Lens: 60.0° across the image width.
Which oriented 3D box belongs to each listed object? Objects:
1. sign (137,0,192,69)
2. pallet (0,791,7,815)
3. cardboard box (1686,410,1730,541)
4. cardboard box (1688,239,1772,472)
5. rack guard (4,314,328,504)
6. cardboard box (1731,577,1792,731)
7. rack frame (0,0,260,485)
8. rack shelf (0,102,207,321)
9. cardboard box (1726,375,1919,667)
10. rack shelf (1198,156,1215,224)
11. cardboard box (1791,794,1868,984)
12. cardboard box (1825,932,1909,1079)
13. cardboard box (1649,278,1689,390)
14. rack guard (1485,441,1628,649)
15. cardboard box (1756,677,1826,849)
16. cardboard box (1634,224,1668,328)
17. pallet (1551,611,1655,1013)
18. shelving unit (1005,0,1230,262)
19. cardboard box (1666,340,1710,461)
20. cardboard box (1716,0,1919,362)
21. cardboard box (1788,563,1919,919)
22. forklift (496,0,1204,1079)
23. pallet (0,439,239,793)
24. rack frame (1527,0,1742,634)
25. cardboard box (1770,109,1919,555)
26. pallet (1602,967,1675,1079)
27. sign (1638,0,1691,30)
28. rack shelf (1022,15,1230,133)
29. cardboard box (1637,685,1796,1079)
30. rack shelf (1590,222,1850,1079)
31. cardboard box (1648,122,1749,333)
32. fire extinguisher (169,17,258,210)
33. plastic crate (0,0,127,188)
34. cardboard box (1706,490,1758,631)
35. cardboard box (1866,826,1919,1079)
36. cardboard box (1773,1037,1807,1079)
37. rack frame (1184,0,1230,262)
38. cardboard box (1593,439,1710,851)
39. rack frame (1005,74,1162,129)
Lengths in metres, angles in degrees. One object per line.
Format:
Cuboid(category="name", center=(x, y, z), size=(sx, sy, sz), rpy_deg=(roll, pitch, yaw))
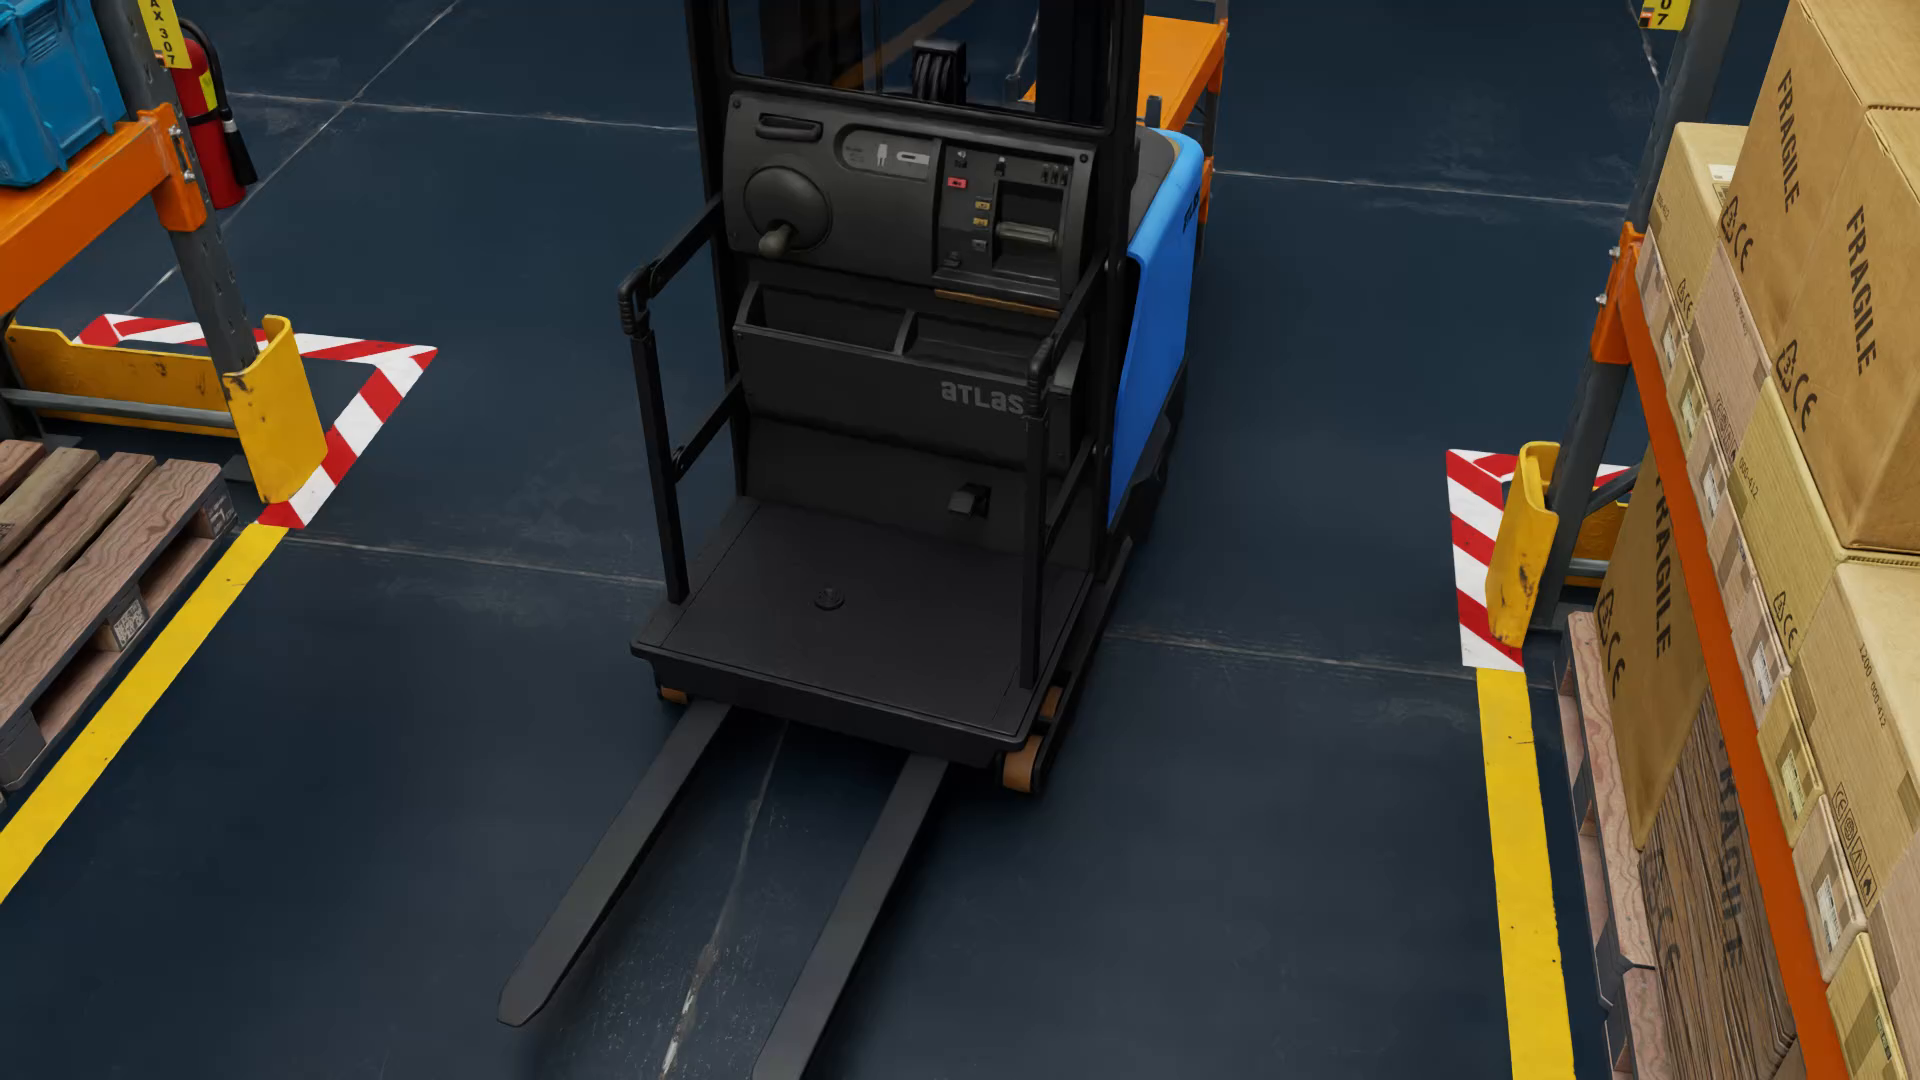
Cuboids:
Cuboid(category="sign", center=(-2.173, -1.435, 4.503), size=(0.100, 0.325, 0.005), rpy_deg=(6, 40, 8))
Cuboid(category="pallet", center=(-3.112, 0.929, 3.961), size=(1.003, 0.211, 1.213), rpy_deg=(6, 40, 8))
Cuboid(category="cardboard box", center=(1.643, -0.107, 3.223), size=(0.380, 0.149, 0.250), rpy_deg=(6, 40, 7))
Cuboid(category="cardboard box", center=(1.728, -0.334, 3.185), size=(0.500, 0.250, 0.500), rpy_deg=(6, 40, 7))
Cuboid(category="rack guard", center=(-2.726, -0.475, 5.433), size=(1.175, 0.500, 0.348), rpy_deg=(6, 40, 8))
Cuboid(category="cardboard box", center=(1.554, 0.214, 2.834), size=(0.380, 0.149, 0.250), rpy_deg=(6, 40, 7))
Cuboid(category="rack frame", center=(-2.718, -1.422, 4.616), size=(1.000, 3.000, 0.127), rpy_deg=(6, 40, 8))
Cuboid(category="rack shelf", center=(-3.064, 0.110, 3.327), size=(1.077, 0.370, 4.000), rpy_deg=(6, 40, 8))
Cuboid(category="cardboard box", center=(1.638, -0.020, 2.804), size=(0.500, 0.250, 0.500), rpy_deg=(5, 40, 6))
Cuboid(category="rack shelf", center=(0.553, -1.099, 6.081), size=(0.538, 0.278, 1.000), rpy_deg=(13, 41, 15))
Cuboid(category="cardboard box", center=(1.466, 0.537, 2.443), size=(0.380, 0.149, 0.250), rpy_deg=(7, 40, 8))
Cuboid(category="cardboard box", center=(1.421, 0.697, 2.250), size=(0.380, 0.149, 0.250), rpy_deg=(6, 40, 7))
Cuboid(category="cardboard box", center=(1.731, -0.432, 3.615), size=(0.380, 0.149, 0.250), rpy_deg=(6, 40, 7))
Cuboid(category="rack guard", center=(2.165, 0.072, 4.770), size=(1.175, 0.500, 0.348), rpy_deg=(6, 40, 8))
Cuboid(category="cardboard box", center=(1.509, 0.373, 2.642), size=(0.380, 0.149, 0.250), rpy_deg=(5, 40, 7))
Cuboid(category="cardboard box", center=(1.774, -0.593, 3.810), size=(0.380, 0.149, 0.250), rpy_deg=(7, 40, 8))
Cuboid(category="pallet", center=(2.099, 0.709, 4.227), size=(1.003, 0.211, 1.213), rpy_deg=(6, 40, 8))
Cuboid(category="shelving unit", center=(0.553, -1.288, 5.925), size=(0.538, 1.125, 1.048), rpy_deg=(13, 41, 15))
Cuboid(category="cardboard box", center=(1.687, -0.271, 3.421), size=(0.380, 0.149, 0.250), rpy_deg=(6, 40, 7))
Cuboid(category="cardboard box", center=(1.725, -0.637, 2.962), size=(0.500, 0.500, 0.500), rpy_deg=(5, 40, 7))
Cuboid(category="cardboard box", center=(1.553, 0.308, 2.407), size=(0.500, 0.250, 0.500), rpy_deg=(6, 40, 7))
Cuboid(category="forklift", center=(-0.205, -0.752, 3.859), size=(1.130, 2.935, 3.031), rpy_deg=(12, 41, 15))
Cuboid(category="pallet", center=(-2.899, 0.166, 4.884), size=(1.003, 0.211, 1.213), rpy_deg=(6, 40, 8))
Cuboid(category="rack frame", center=(2.161, -0.876, 3.956), size=(1.000, 3.000, 0.127), rpy_deg=(6, 40, 8))
Cuboid(category="cardboard box", center=(1.641, -0.311, 2.568), size=(0.500, 0.500, 0.500), rpy_deg=(5, 40, 6))
Cuboid(category="pallet", center=(1.886, 1.472, 3.303), size=(1.003, 0.211, 1.213), rpy_deg=(6, 40, 8))
Cuboid(category="sign", center=(1.615, -1.305, 3.733), size=(0.100, 0.325, 0.005), rpy_deg=(6, 40, 8))
Cuboid(category="rack shelf", center=(0.553, -1.513, 5.738), size=(0.538, 0.278, 1.000), rpy_deg=(13, 41, 15))
Cuboid(category="cardboard box", center=(1.971, 0.763, 3.312), size=(0.875, 0.875, 0.875), rpy_deg=(6, 40, 8))
Cuboid(category="rack shelf", center=(1.815, 0.656, 2.667), size=(1.077, 0.370, 4.000), rpy_deg=(6, 40, 8))
Cuboid(category="cardboard box", center=(1.812, -0.661, 3.580), size=(0.500, 0.250, 0.500), rpy_deg=(5, 40, 6))
Cuboid(category="fire extinguisher", center=(-2.244, -1.293, 4.813), size=(0.296, 0.674, 0.183), rpy_deg=(6, 40, 8))
Cuboid(category="plastic crate", center=(-2.592, -1.228, 4.307), size=(0.616, 0.435, 0.499), rpy_deg=(6, 40, 8))
Cuboid(category="cardboard box", center=(1.598, 0.052, 3.030), size=(0.380, 0.149, 0.250), rpy_deg=(6, 40, 7))
Cuboid(category="cardboard box", center=(1.462, 0.626, 2.023), size=(0.500, 0.250, 0.500), rpy_deg=(7, 40, 9))
Cuboid(category="cardboard box", center=(1.817, 1.321, 2.636), size=(0.875, 0.875, 0.875), rpy_deg=(6, 40, 8))
Cuboid(category="rack frame", center=(0.721, -1.594, 6.295), size=(0.500, 1.125, 0.032), rpy_deg=(13, 41, 15))
Cuboid(category="cardboard box", center=(2.129, 0.191, 4.002), size=(0.875, 0.875, 0.875), rpy_deg=(6, 40, 8))
Cuboid(category="rack frame", center=(0.386, -0.982, 5.555), size=(0.500, 1.125, 0.032), rpy_deg=(13, 41, 15))
